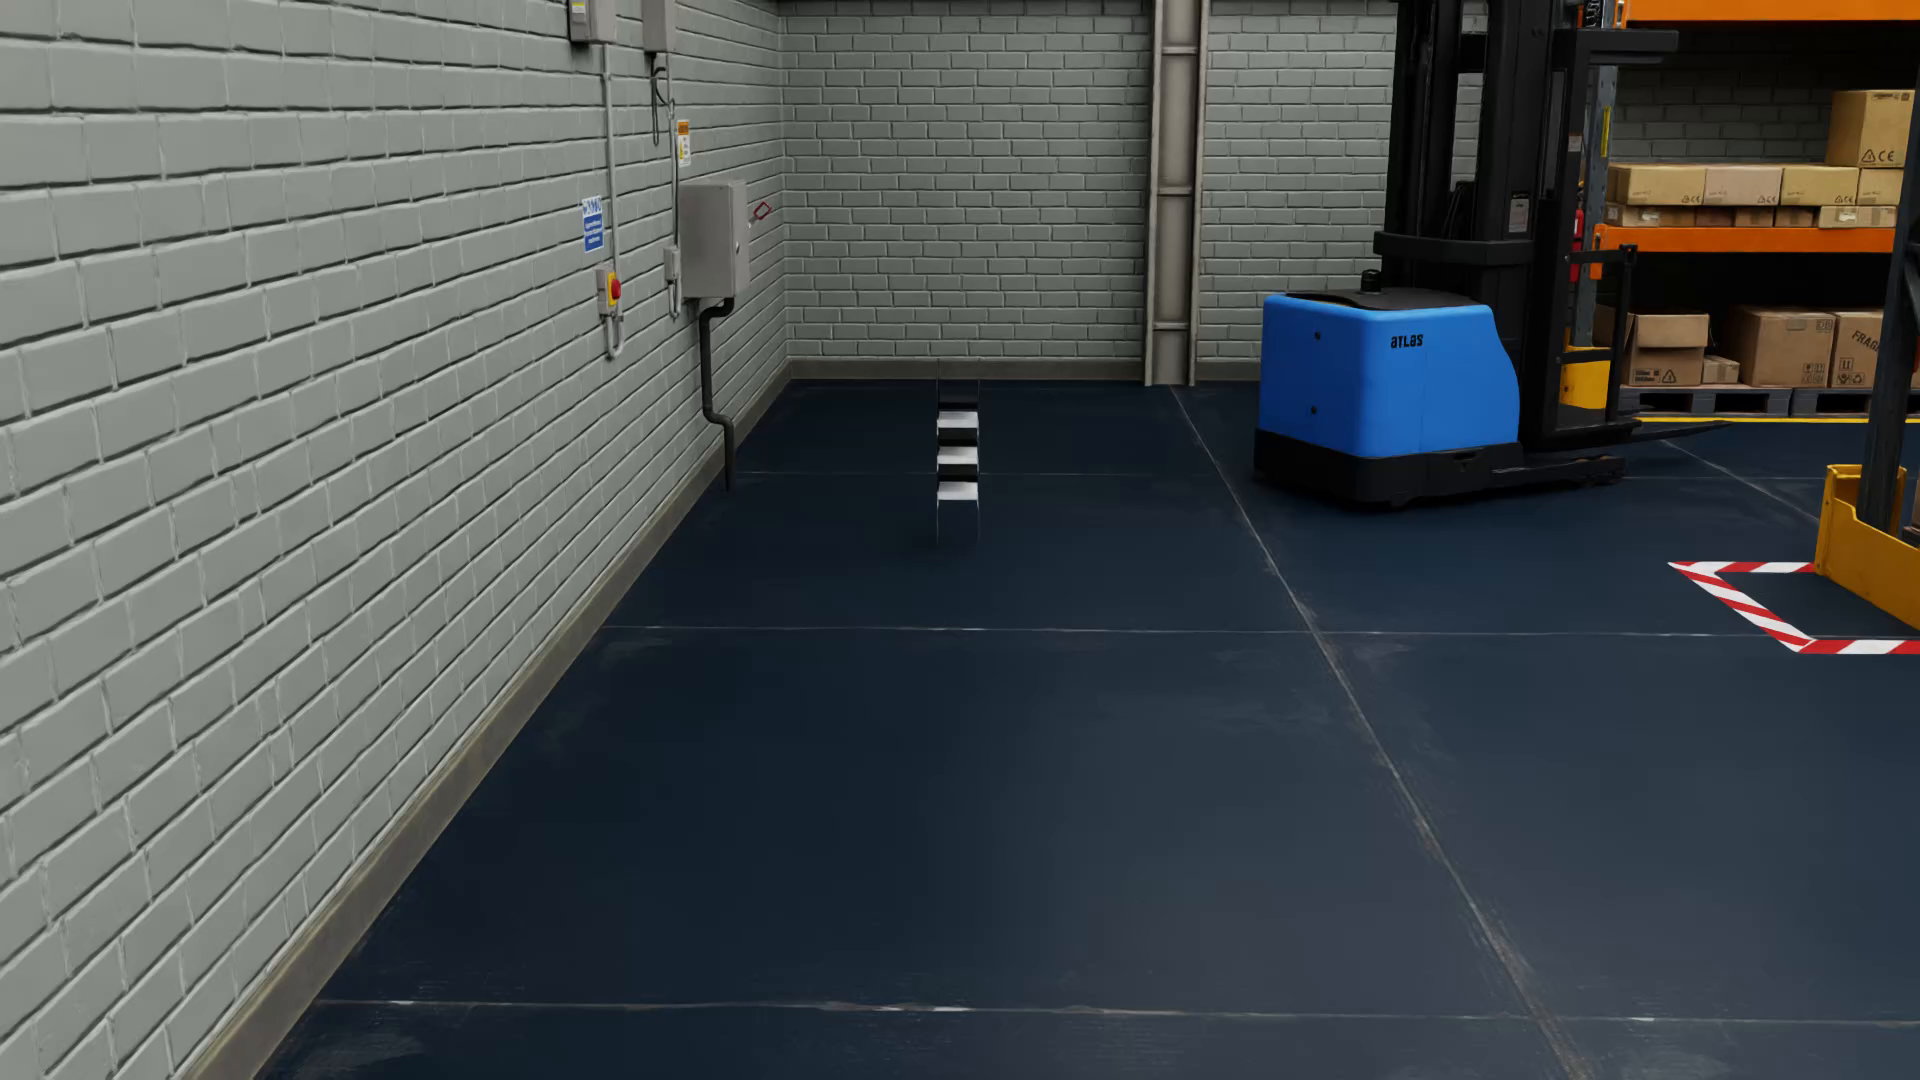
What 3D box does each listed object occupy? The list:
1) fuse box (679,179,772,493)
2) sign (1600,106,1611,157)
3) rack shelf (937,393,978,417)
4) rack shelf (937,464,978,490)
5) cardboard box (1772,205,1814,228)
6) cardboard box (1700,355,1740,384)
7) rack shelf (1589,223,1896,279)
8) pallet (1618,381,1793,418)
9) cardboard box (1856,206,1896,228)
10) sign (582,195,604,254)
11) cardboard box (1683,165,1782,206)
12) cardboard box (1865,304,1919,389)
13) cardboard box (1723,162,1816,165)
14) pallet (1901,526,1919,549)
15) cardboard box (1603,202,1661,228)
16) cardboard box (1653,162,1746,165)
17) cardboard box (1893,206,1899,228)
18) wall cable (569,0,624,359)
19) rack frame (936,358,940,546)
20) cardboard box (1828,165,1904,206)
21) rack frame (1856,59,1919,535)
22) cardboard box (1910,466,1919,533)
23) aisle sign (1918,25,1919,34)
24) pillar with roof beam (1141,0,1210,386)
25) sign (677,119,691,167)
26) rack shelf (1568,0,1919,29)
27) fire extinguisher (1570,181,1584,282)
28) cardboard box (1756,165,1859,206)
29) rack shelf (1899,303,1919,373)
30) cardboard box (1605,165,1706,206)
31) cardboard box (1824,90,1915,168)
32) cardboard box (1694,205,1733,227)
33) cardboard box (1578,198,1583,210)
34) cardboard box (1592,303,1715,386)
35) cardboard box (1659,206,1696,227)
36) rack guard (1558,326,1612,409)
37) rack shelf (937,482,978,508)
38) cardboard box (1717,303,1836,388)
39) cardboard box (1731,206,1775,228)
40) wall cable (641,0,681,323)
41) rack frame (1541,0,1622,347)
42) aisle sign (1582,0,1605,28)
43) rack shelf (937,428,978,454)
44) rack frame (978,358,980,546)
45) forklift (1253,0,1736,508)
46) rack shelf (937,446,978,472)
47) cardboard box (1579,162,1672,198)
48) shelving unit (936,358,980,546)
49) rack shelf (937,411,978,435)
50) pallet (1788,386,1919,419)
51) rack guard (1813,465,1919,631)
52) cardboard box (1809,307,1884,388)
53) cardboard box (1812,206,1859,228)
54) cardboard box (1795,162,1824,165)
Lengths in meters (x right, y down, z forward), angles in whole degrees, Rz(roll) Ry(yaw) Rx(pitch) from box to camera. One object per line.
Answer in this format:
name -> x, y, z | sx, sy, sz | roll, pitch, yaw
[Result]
fuse box -> -1.263, -1.108, 9.186 | 0.414, 1.711, 0.539 | 0, 15, 1
sign -> 4.284, -2.712, 11.041 | 0.005, 0.325, 0.100 | 0, 15, 1
rack shelf -> -0.008, -0.664, 8.165 | 0.200, 0.077, 0.258 | 0, 15, 1
rack shelf -> -0.008, -0.316, 8.257 | 0.200, 0.077, 0.258 | 0, 15, 1
cardboard box -> 5.655, -2.238, 11.433 | 0.250, 0.149, 0.380 | 1, 15, 2
cardboard box -> 5.330, -1.215, 11.831 | 0.250, 0.149, 0.380 | 0, 15, -1
rack shelf -> 6.297, -2.071, 11.718 | 4.000, 0.370, 1.077 | 0, 15, 1
pallet -> 5.171, -1.077, 12.011 | 1.213, 0.211, 1.003 | 0, 15, 1
cardboard box -> 6.170, -2.220, 11.368 | 0.250, 0.149, 0.380 | 1, 15, 3
sign -> -1.525, -1.315, 6.915 | 0.001, 0.218, 0.327 | 0, 15, 1
cardboard box -> 5.248, -2.428, 11.373 | 0.500, 0.250, 0.500 | 1, 15, 2
cardboard box -> 6.798, -1.375, 11.750 | 0.500, 0.500, 0.700 | 0, 15, -1
cardboard box -> 5.775, -2.559, 11.871 | 0.500, 0.250, 0.500 | 1, 15, 3
pallet -> 4.976, 0.168, 7.289 | 1.213, 0.211, 1.003 | 0, 15, 1
cardboard box -> 4.619, -2.238, 11.434 | 0.250, 0.149, 0.380 | 0, 15, 1
cardboard box -> 5.280, -2.564, 11.888 | 0.500, 0.250, 0.500 | 0, 15, 2
cardboard box -> 6.429, -2.236, 11.428 | 0.250, 0.149, 0.380 | 0, 15, 1
wall cable -> -1.463, -1.703, 6.861 | 0.123, 1.953, 0.585 | 0, 15, 1
rack frame -> -0.110, -0.436, 8.228 | 0.006, 0.900, 0.240 | 0, 15, 1
cardboard box -> 6.267, -2.427, 11.372 | 0.500, 0.250, 0.500 | 0, 15, 0
rack frame -> 4.175, -1.166, 6.878 | 0.127, 3.000, 1.000 | 0, 15, 1
cardboard box -> 4.837, -0.151, 7.231 | 0.875, 0.438, 0.875 | 0, 15, 0
aisle sign -> 4.111, -2.502, 6.848 | 0.004, 0.787, 0.394 | 0, 15, 1
pillar with roof beam -> 1.515, -4.482, 7.687 | 0.400, 9.000, 9.100 | 0, 15, 1
sign -> -1.472, -2.118, 8.868 | 0.001, 0.242, 0.339 | 0, 15, 1
rack shelf -> 6.297, -3.521, 11.335 | 4.000, 0.370, 1.077 | 0, 15, 1
fire extinguisher -> 4.139, -2.097, 11.290 | 0.183, 0.674, 0.296 | 0, 15, 1
cardboard box -> 5.755, -2.425, 11.364 | 0.500, 0.250, 0.500 | 0, 15, 0
rack shelf -> 6.174, -0.805, 6.920 | 4.000, 0.370, 1.077 | 0, 15, 1
cardboard box -> 4.744, -2.431, 11.385 | 0.500, 0.250, 0.500 | 0, 15, 2
cardboard box -> 6.244, -2.784, 11.253 | 0.500, 0.500, 0.500 | 1, 15, 3
cardboard box -> 5.138, -2.255, 11.500 | 0.250, 0.149, 0.380 | 0, 15, 1
cardboard box -> 4.636, -2.376, 11.959 | 0.250, 0.149, 0.380 | 0, 15, 1
cardboard box -> 4.907, -1.399, 11.834 | 0.637, 0.503, 0.797 | 0, 15, -1
cardboard box -> 4.875, -2.248, 11.473 | 0.250, 0.149, 0.380 | 1, 15, 3
rack guard -> 4.374, -1.222, 11.993 | 0.348, 0.500, 1.175 | 0, 15, 1
rack shelf -> -0.008, -0.229, 8.280 | 0.200, 0.077, 0.258 | 0, 15, 1
cardboard box -> 5.760, -1.382, 11.776 | 0.500, 0.500, 0.700 | 1, 15, 4
cardboard box -> 5.389, -2.238, 11.435 | 0.250, 0.149, 0.380 | 1, 15, 3
wall cable -> -1.438, -2.049, 8.236 | 0.122, 1.984, 0.588 | 0, 15, 1
rack frame -> 4.298, -2.431, 11.676 | 0.127, 3.000, 1.000 | 0, 15, 1
aisle sign -> 4.222, -3.614, 11.062 | 0.004, 0.787, 0.394 | 0, 15, 1
rack shelf -> -0.008, -0.490, 8.211 | 0.200, 0.077, 0.258 | 0, 15, 1
rack frame -> 0.094, -0.435, 8.223 | 0.006, 0.900, 0.240 | 0, 15, 1
forklift -> 3.255, -1.827, 9.521 | 3.031, 2.935, 1.130 | -7, 16, -25
rack shelf -> -0.008, -0.403, 8.234 | 0.200, 0.077, 0.258 | 0, 15, 1
cardboard box -> 4.764, -2.567, 11.902 | 0.500, 0.250, 0.500 | 1, 15, 3
shelving unit -> -0.008, -0.435, 8.225 | 0.210, 0.900, 0.258 | 0, 15, 1
rack shelf -> -0.008, -0.577, 8.188 | 0.200, 0.077, 0.258 | 0, 15, 1
pallet -> 6.387, -1.069, 11.978 | 1.213, 0.211, 1.003 | 0, 15, 1
rack guard -> 4.151, 0.043, 7.197 | 0.348, 0.500, 1.175 | 0, 15, 1
cardboard box -> 6.286, -1.353, 11.666 | 0.500, 0.500, 0.500 | 1, 15, 2
cardboard box -> 5.906, -2.217, 11.355 | 0.250, 0.149, 0.380 | 0, 15, 0
cardboard box -> 6.297, -2.556, 11.858 | 0.500, 0.250, 0.500 | 0, 15, 1
